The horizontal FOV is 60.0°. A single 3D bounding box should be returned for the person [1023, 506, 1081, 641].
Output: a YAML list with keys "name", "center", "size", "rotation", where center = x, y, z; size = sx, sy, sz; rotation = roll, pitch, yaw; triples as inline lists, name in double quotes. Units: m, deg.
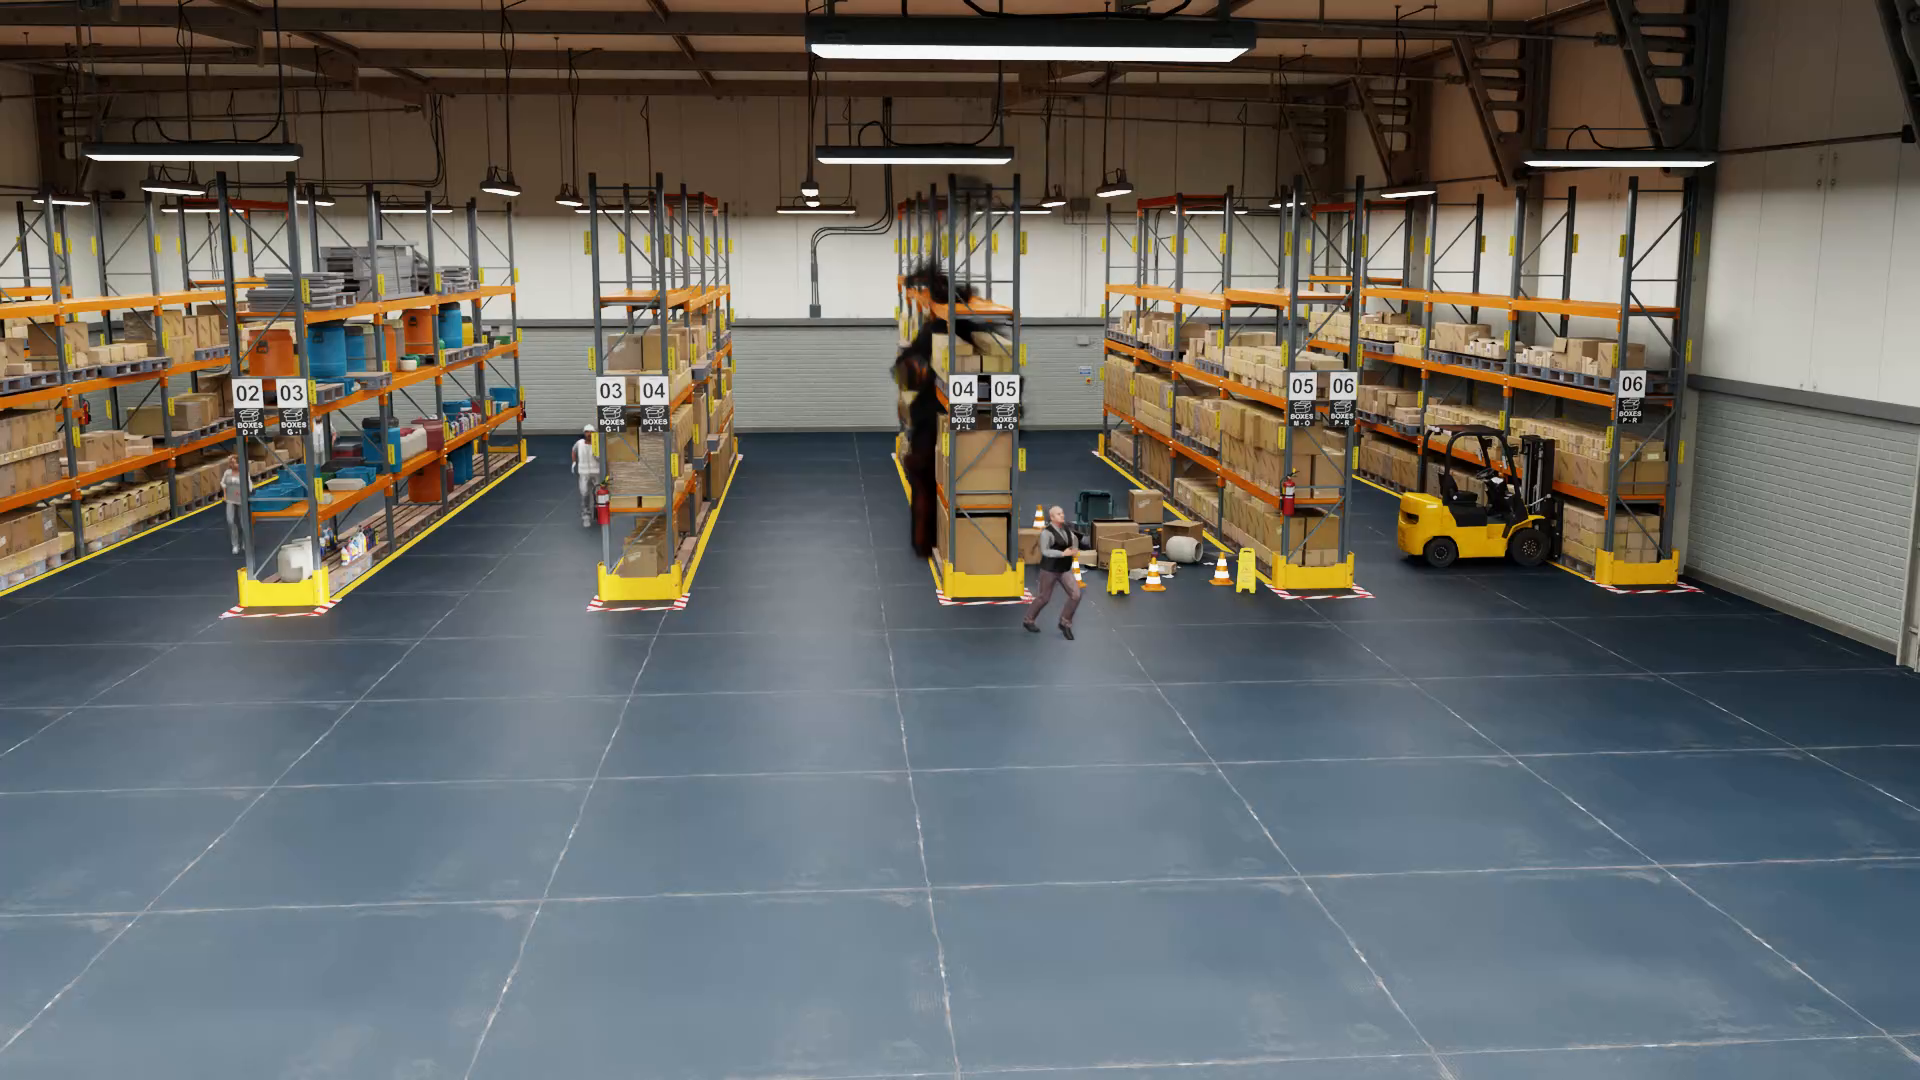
- name: "person"
  center: [1.227, 0.406, 21.378]
  size: [0.660, 1.718, 0.884]
  rotation: [-9, 13, -41]

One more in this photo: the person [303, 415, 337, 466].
- name: "person"
  center: [-13.162, -1.855, 34.242]
  size: [0.668, 1.757, 0.735]
  rotation: [-3, 11, -18]

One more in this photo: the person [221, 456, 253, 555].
- name: "person"
  center: [-11.943, -0.572, 27.435]
  size: [0.486, 1.646, 0.620]
  rotation: [-2, 10, -11]

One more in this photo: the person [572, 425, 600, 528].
- name: "person"
  center: [-6.706, -1.182, 30.175]
  size: [0.667, 1.827, 0.861]
  rotation: [-2, 10, -11]
